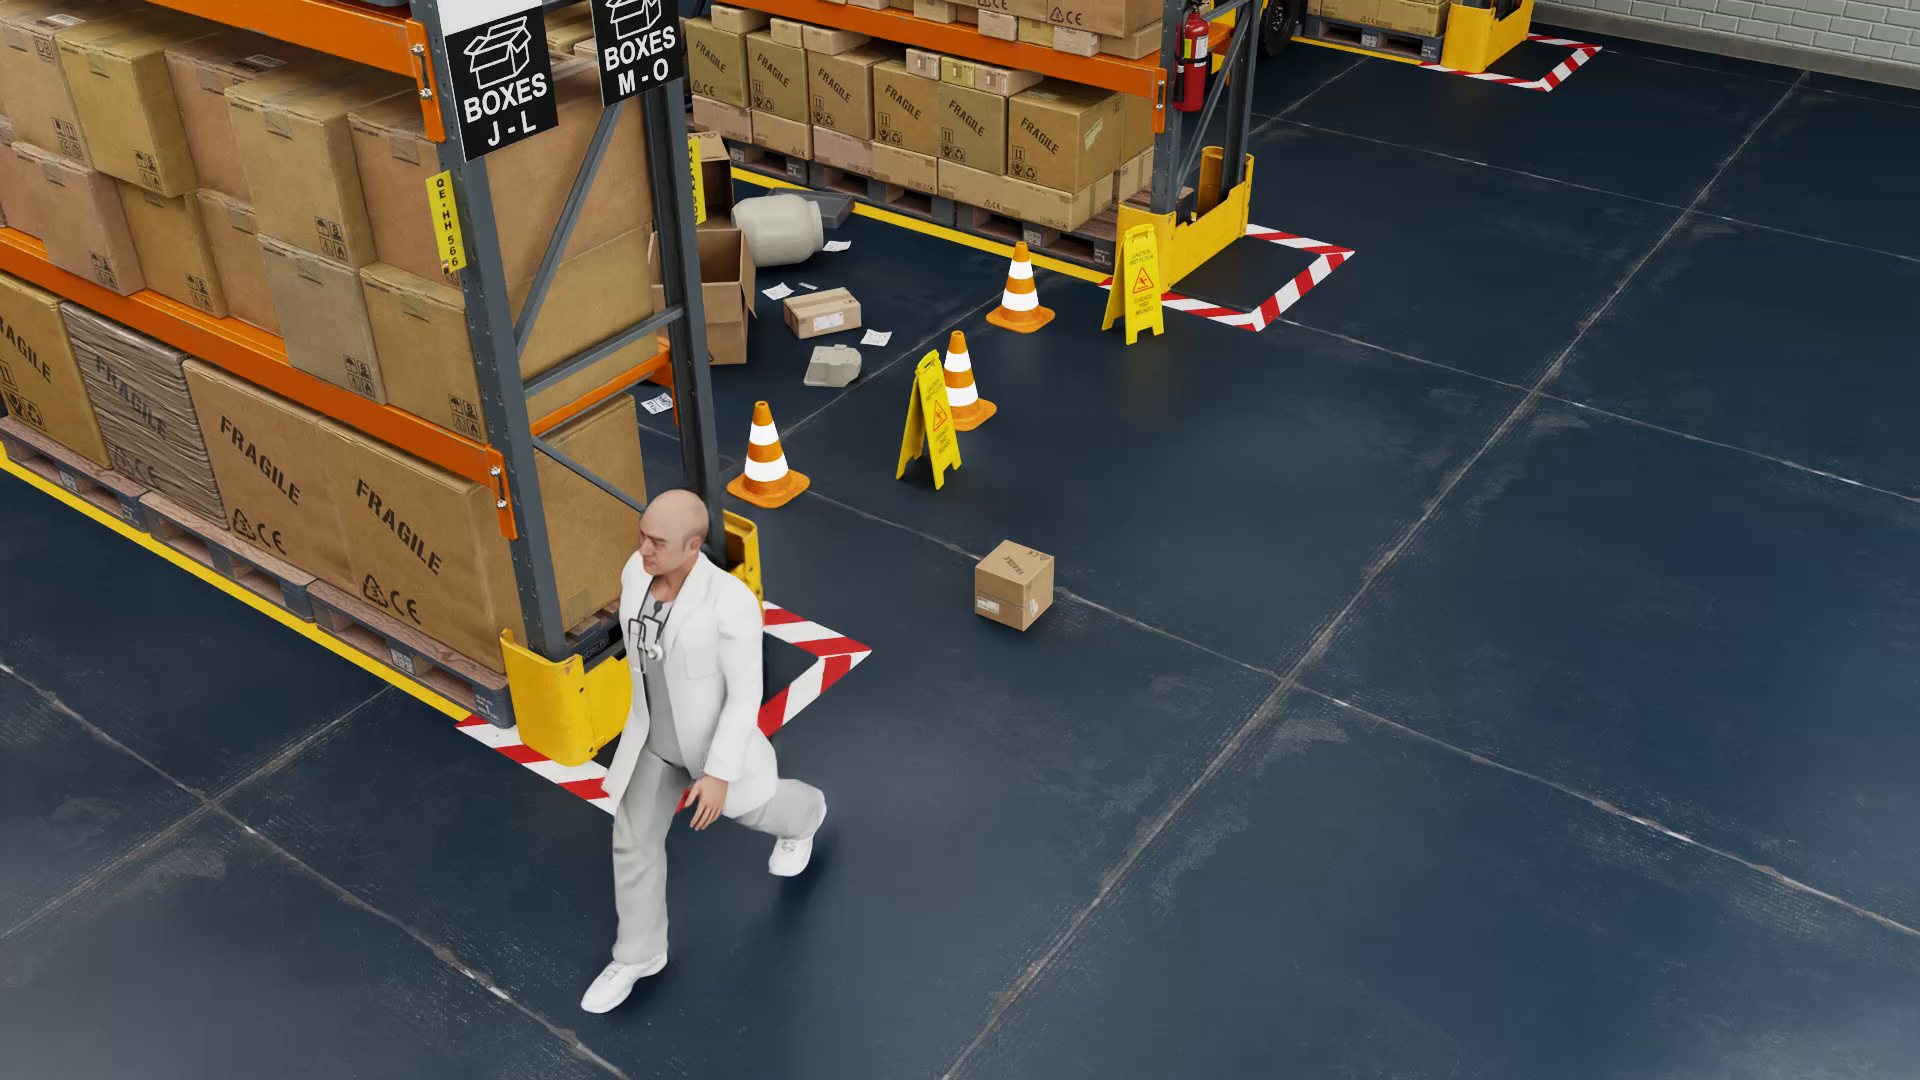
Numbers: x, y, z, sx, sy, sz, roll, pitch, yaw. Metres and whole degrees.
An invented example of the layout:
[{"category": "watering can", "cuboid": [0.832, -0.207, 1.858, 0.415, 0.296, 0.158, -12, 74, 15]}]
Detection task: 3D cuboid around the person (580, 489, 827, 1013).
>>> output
[{"category": "person", "cuboid": [-0.837, 0.604, 5.262, 0.568, 1.729, 1.141, 17, 38, 23]}]
